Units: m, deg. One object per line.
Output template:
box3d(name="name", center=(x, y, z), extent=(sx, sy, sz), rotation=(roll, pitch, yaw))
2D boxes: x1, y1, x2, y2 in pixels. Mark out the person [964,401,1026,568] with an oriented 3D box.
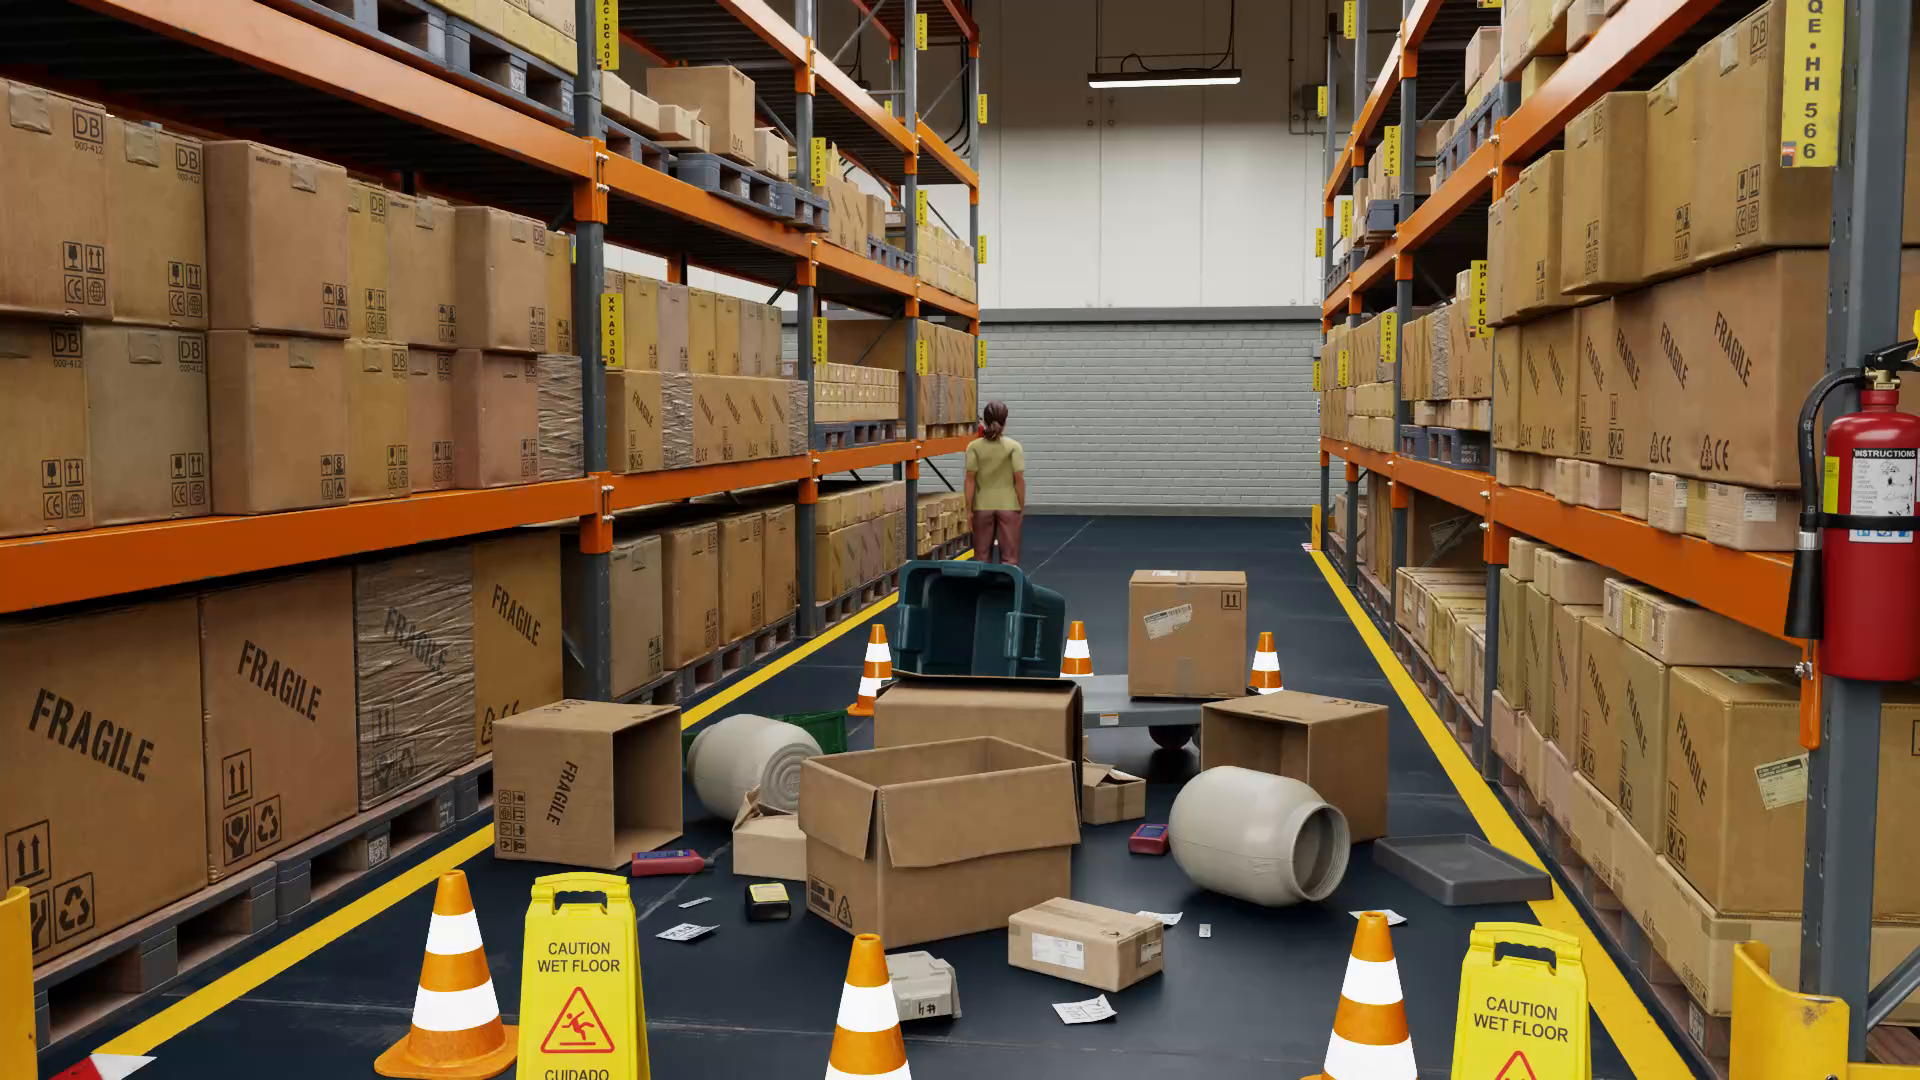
box3d(name="person", center=(0.258, -0.171, 12.062), extent=(0.449, 1.674, 0.399), rotation=(1, 5, 10))
